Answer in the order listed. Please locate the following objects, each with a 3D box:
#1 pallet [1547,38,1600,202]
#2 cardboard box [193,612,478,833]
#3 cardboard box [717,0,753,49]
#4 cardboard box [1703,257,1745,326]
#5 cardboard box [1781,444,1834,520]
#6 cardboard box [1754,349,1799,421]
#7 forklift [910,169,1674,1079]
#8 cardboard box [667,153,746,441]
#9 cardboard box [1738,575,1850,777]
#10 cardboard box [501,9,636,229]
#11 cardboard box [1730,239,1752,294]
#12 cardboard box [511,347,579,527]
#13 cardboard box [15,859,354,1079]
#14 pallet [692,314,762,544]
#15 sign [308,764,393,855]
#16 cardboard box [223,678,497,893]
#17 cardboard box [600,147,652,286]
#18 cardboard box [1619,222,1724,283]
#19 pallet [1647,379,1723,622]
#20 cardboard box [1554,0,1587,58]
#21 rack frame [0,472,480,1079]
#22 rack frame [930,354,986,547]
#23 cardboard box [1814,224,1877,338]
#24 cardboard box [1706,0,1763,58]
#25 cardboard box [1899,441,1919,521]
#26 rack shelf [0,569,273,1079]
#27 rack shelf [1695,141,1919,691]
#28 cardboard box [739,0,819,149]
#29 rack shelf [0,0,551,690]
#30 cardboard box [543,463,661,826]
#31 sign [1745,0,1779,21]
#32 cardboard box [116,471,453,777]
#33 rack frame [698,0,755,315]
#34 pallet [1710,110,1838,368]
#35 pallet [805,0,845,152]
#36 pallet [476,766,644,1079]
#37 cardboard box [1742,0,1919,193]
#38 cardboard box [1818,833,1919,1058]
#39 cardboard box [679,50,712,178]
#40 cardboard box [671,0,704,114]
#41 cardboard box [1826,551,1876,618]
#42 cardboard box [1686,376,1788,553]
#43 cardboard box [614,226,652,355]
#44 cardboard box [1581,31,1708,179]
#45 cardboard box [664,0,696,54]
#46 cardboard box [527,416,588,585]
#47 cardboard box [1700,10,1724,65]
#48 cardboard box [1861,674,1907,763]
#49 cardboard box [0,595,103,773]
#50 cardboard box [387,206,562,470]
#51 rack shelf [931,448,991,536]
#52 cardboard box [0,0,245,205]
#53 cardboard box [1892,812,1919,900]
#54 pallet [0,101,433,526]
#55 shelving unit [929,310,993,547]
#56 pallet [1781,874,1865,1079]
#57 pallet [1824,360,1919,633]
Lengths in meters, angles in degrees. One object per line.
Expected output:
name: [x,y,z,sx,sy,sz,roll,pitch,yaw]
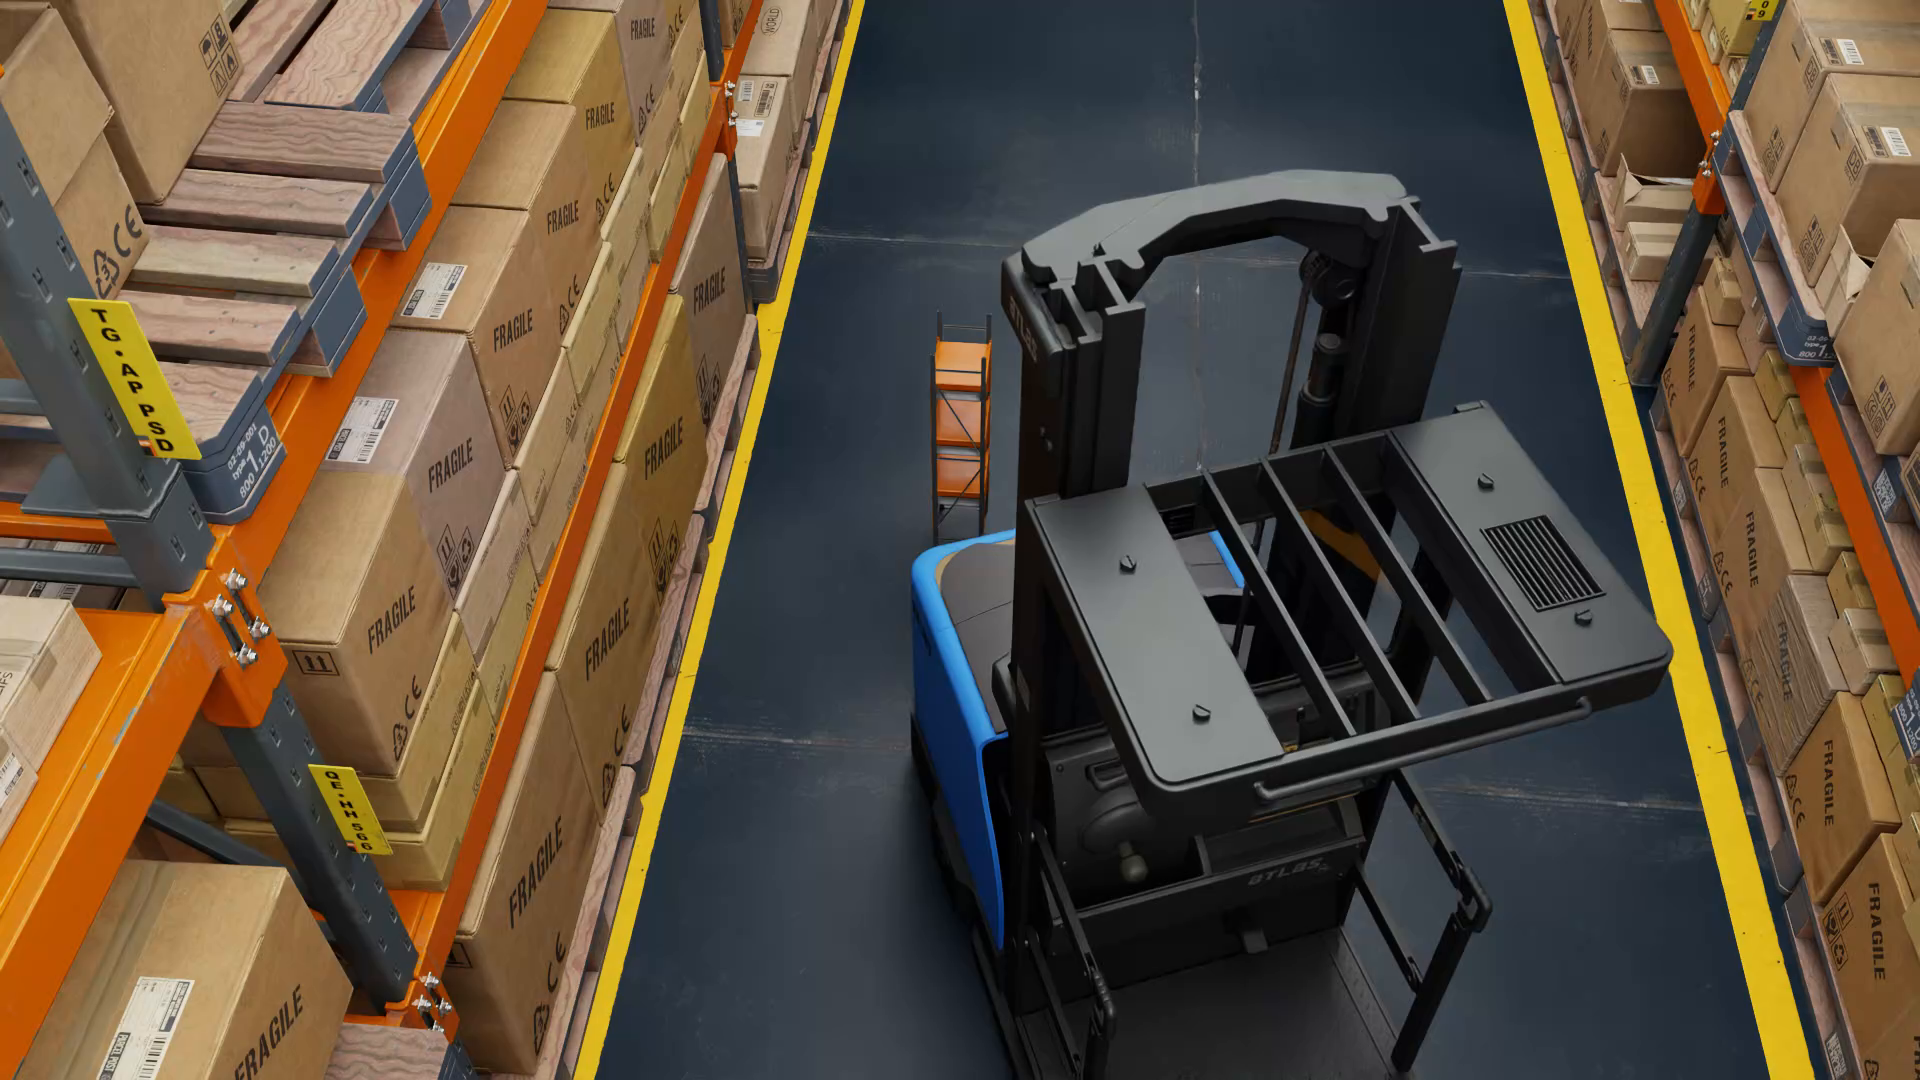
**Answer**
pallet: [3.659,-2.167,8.615,1.003,0.211,1.213,4,48,4]
cardboard box: [-1.529,0.430,4.113,0.500,0.250,0.500,4,48,3]
cardboard box: [-1.153,-2.396,6.867,0.500,0.500,0.500,5,48,5]
cardboard box: [3.189,-0.976,6.605,0.380,0.149,0.250,6,48,5]
cardboard box: [3.158,-0.194,5.890,0.380,0.149,0.250,4,48,3]
cardboard box: [3.229,-0.577,6.241,0.380,0.149,0.250,2,48,2]
forklift: [0.740,0.711,4.139,1.130,2.935,3.031,-13,49,-11]
cardboard box: [-1.433,-0.999,6.812,0.875,0.875,0.875,5,48,5]
cardboard box: [3.077,0.477,5.716,0.500,0.500,0.500,2,48,2]
cardboard box: [-1.353,-1.309,5.195,0.500,0.500,0.500,5,48,5]
cardboard box: [3.250,-1.072,6.492,0.380,0.149,0.250,3,48,3]
cardboard box: [-1.423,-0.315,4.794,0.500,0.250,0.500,4,48,3]
cardboard box: [-1.586,0.981,3.292,0.500,0.500,0.500,3,48,2]
pallet: [-1.452,-0.522,7.110,1.003,0.211,1.213,4,48,4]
sign: [-1.280,0.570,3.491,0.100,0.325,0.005,4,48,4]
cardboard box: [-1.526,0.612,4.285,0.500,0.250,0.500,3,48,3]
cardboard box: [-1.334,-1.064,5.479,0.500,0.250,0.500,5,48,4]
cardboard box: [3.245,-1.313,7.591,0.380,0.149,0.250,3,48,2]
pallet: [3.450,-0.163,6.782,1.003,0.211,1.213,4,48,4]
cardboard box: [3.585,-2.873,8.780,0.700,0.500,0.500,6,48,5]
rack frame: [-1.821,0.904,3.916,1.000,3.000,0.127,4,48,4]
rack frame: [-0.006,-0.304,6.342,0.200,1.050,0.008,4,48,4]
cardboard box: [2.978,-0.805,5.286,0.396,0.266,0.258,6,48,5]
cardboard box: [3.290,-2.145,6.605,0.500,0.250,0.500,5,48,5]
cardboard box: [3.087,-0.153,4.529,0.797,0.503,0.637,3,48,3]
rack shelf: [-2.003,1.604,1.731,1.077,0.370,4.000,4,48,4]
rack shelf: [3.305,0.008,5.223,1.077,0.370,4.000,4,48,4]
cardboard box: [-1.211,-2.424,8.412,0.875,0.438,0.875,3,48,2]
rack shelf: [-1.639,-1.335,4.419,1.077,0.370,4.000,4,48,4]
cardboard box: [-1.590,0.322,5.604,0.875,0.875,0.875,4,48,4]
sign: [2.946,-2.027,6.011,0.100,0.325,0.005,4,48,4]
cardboard box: [-1.533,0.187,3.827,0.500,0.500,0.500,2,48,2]
rack frame: [-1.456,-2.035,6.605,1.000,3.000,0.127,4,48,4]
pallet: [3.305,-1.060,5.842,1.003,0.211,1.213,4,48,4]
pallet: [-1.201,-2.547,8.962,1.003,0.211,1.213,4,48,4]
pallet: [-1.674,1.271,5.471,1.003,0.211,1.213,4,48,4]
cardboard box: [3.220,-1.539,5.799,0.700,0.500,0.500,5,48,5]
cardboard box: [3.003,1.245,5.014,0.500,0.500,0.500,3,48,3]
cardboard box: [-1.246,-1.638,6.343,0.500,0.250,0.500,3,48,3]
cardboard box: [-1.255,-1.813,6.164,0.500,0.250,0.500,4,48,3]
cardboard box: [3.137,0.188,5.541,0.380,0.149,0.250,4,48,4]
cardboard box: [3.180,-0.270,6.400,0.500,0.500,0.500,3,48,3]
cardboard box: [-1.359,-0.894,5.663,0.500,0.250,0.500,3,48,2]
cardboard box: [3.490,-2.110,8.083,0.700,0.500,0.500,2,48,2]
cardboard box: [-1.247,-2.061,5.883,0.500,0.500,0.500,5,48,5]
cardboard box: [-1.443,-0.152,4.984,0.500,0.250,0.500,5,48,5]
cardboard box: [3.267,-2.064,6.801,0.380,0.149,0.250,5,48,5]
cardboard box: [3.069,0.571,5.191,0.380,0.149,0.250,3,48,3]
cardboard box: [-1.641,0.222,2.678,0.380,0.149,0.250,4,48,4]
cardboard box: [-1.434,-0.557,4.508,0.500,0.500,0.500,5,48,5]
rack shelf: [0.005,-0.199,6.637,0.215,0.259,0.240,4,48,4]
cardboard box: [-1.920,-1.024,3.295,0.700,0.500,0.500,2,48,2]
cardboard box: [2.977,0.945,4.849,0.380,0.149,0.250,2,48,2]
pallet: [-1.815,-0.521,3.315,1.213,0.211,1.003,6,48,5]
shelving unit: [0.005,-0.394,6.424,0.215,1.050,0.252,4,48,4]
pallet: [3.228,1.630,5.142,1.003,0.211,1.213,4,48,4]
pallet: [3.295,-0.129,4.992,1.003,0.211,1.213,4,48,4]
